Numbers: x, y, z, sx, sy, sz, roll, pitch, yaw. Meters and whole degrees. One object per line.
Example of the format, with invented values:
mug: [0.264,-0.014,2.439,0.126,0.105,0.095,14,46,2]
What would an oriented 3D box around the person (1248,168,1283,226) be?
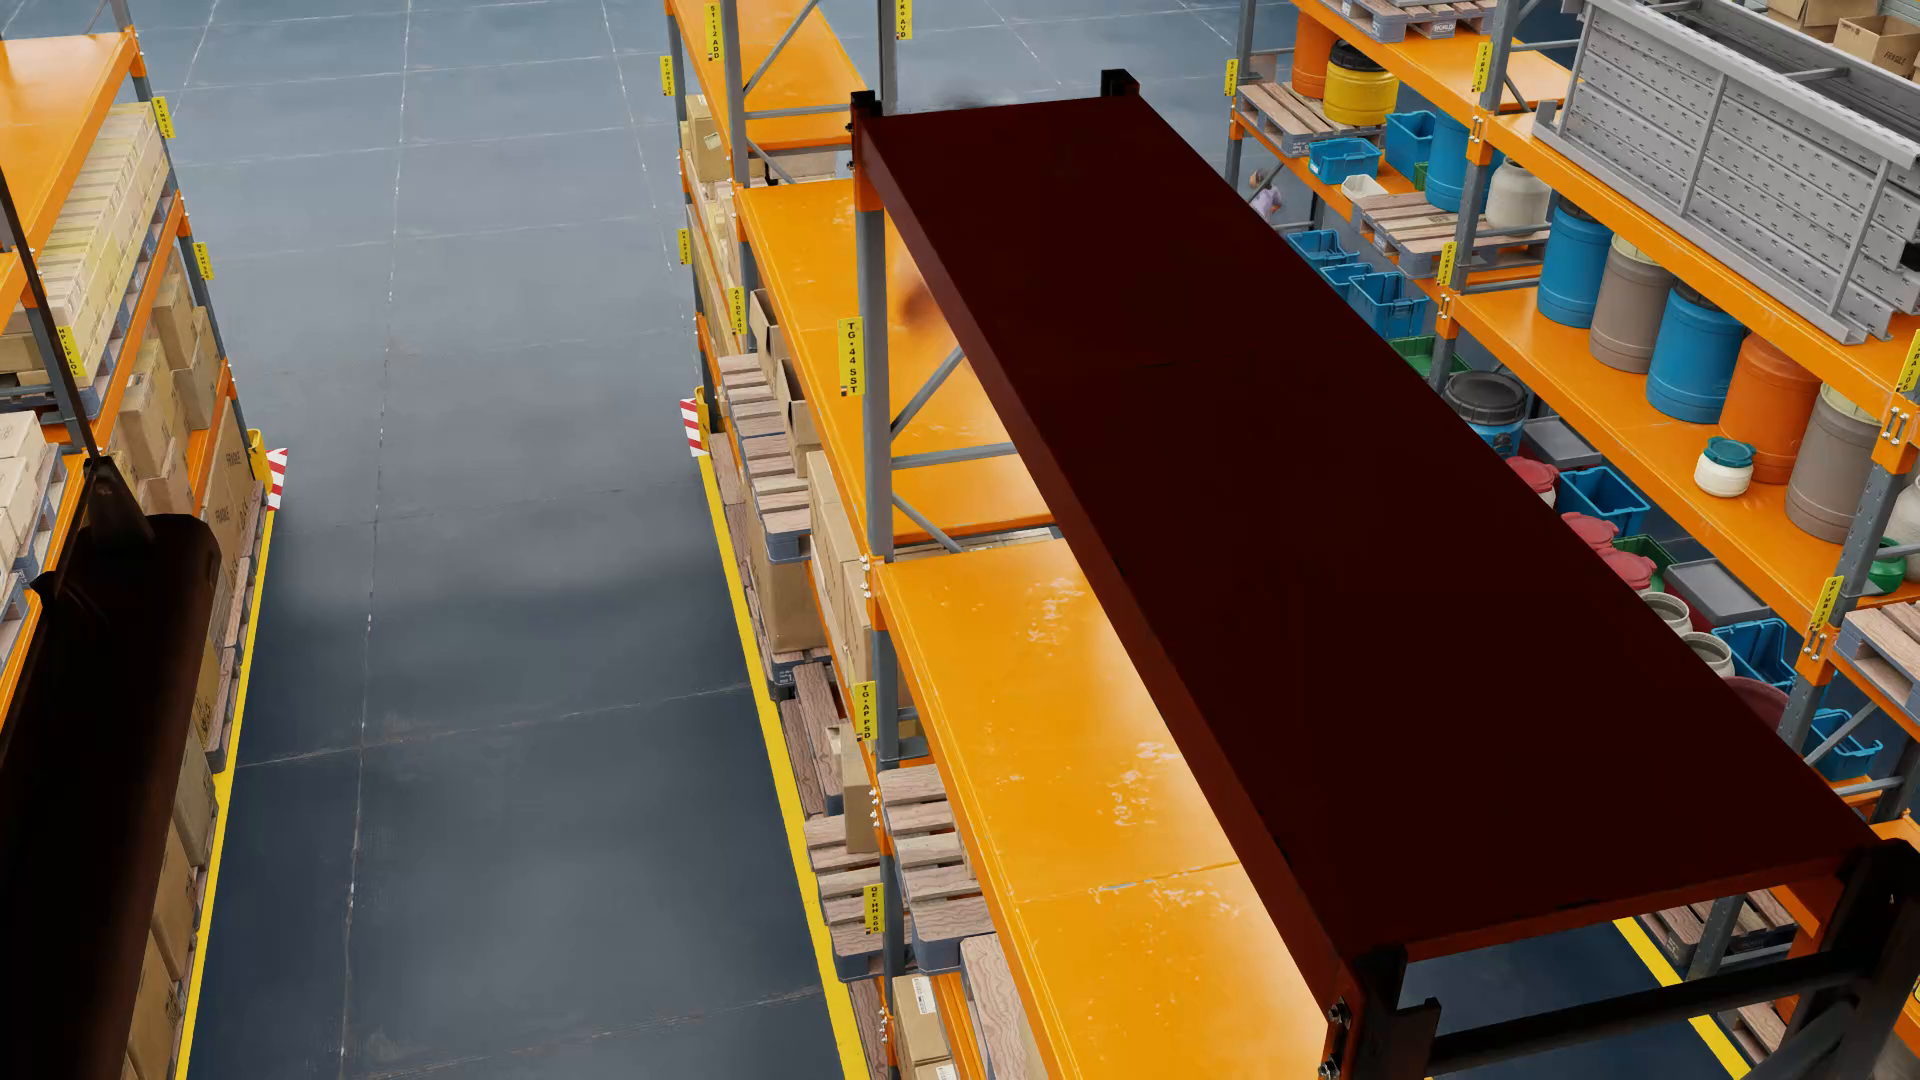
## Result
person: [3.117,-3.069,17.208,0.538,1.619,0.613,16,38,22]
